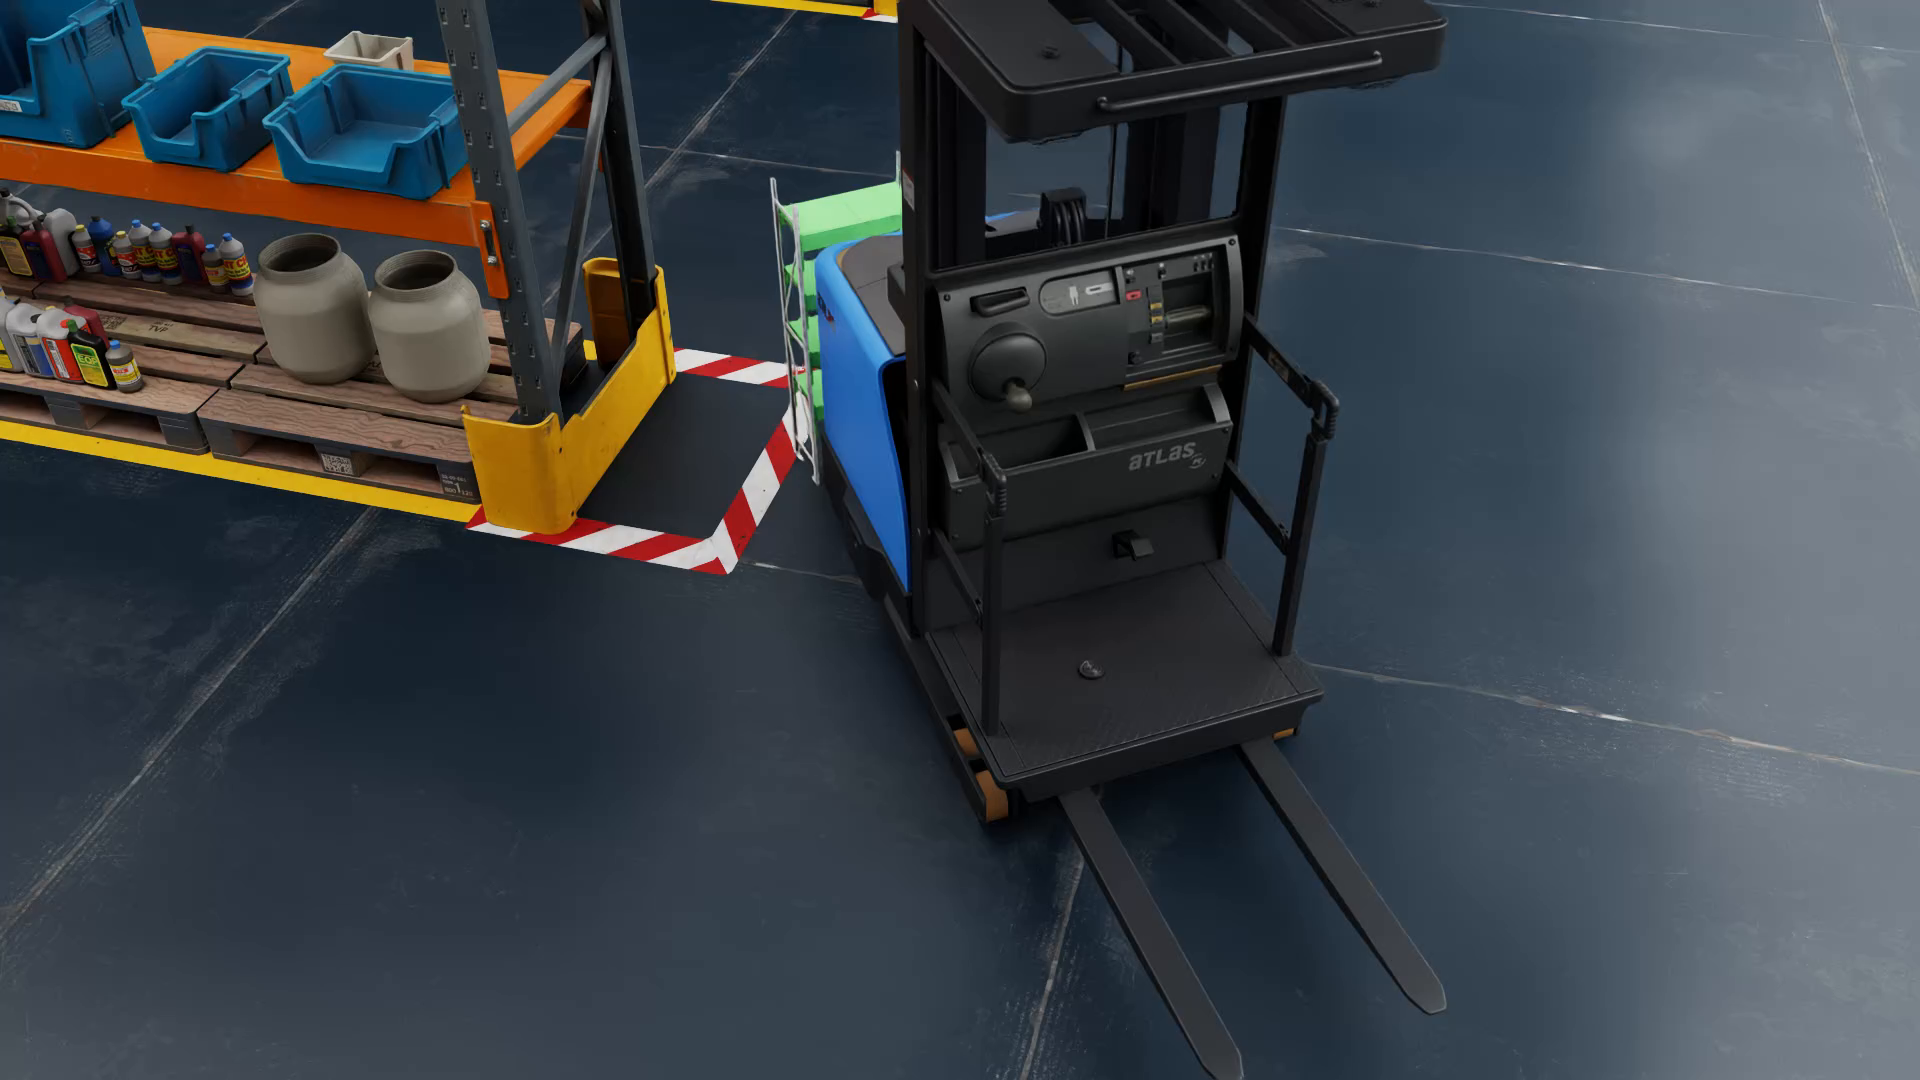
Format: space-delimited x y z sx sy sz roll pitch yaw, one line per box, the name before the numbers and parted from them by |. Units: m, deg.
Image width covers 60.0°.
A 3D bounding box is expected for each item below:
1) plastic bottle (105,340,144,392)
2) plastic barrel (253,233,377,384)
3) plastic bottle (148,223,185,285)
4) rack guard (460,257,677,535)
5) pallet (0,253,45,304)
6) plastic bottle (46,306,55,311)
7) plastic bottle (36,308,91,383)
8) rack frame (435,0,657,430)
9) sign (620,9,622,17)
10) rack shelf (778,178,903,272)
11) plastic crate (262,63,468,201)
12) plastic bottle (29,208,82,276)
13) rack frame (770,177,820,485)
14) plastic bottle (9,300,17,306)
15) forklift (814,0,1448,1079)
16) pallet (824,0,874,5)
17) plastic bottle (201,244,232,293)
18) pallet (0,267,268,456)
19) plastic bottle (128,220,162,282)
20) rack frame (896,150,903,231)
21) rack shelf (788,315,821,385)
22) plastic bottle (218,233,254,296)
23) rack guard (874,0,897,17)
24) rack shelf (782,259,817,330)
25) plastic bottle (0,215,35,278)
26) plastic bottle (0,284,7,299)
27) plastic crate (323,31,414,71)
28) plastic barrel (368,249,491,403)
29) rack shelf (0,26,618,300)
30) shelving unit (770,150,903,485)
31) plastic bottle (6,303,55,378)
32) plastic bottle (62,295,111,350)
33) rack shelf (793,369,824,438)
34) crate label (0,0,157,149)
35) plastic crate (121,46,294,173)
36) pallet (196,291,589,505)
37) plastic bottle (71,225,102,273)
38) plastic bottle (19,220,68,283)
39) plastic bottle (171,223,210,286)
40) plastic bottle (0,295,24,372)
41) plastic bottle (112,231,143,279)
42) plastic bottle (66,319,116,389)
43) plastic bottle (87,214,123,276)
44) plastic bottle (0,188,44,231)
plastic bottle | -3.313 -0.696 6.580 0.097 0.201 0.097 0 40 0
plastic barrel | -2.565 -0.919 6.620 0.421 0.512 0.421 0 40 0
plastic bottle | -3.428 -1.242 7.175 0.097 0.271 0.097 0 40 0
rack guard | -1.511 -0.592 6.566 0.348 0.500 1.175 10 41 11
pallet | -4.652 -1.025 7.307 1.213 0.211 1.003 10 41 11
plastic bottle | -3.669 -0.858 6.773 0.097 0.201 0.097 0 40 0
plastic bottle | -3.550 -0.783 6.626 0.135 0.276 0.152 10 41 12
rack frame | -1.426 -1.566 5.782 0.127 3.000 1.000 10 41 11
sign | -1.279 -2.013 6.099 0.005 0.325 0.100 10 41 11
rack shelf | -0.396 -1.145 6.028 0.480 0.148 0.258 -17 41 -19
plastic crate | -1.987 -1.406 5.708 0.616 0.251 0.499 10 41 11
plastic bottle | -3.940 -1.313 7.257 0.135 0.276 0.152 10 41 12
rack frame | -0.612 -0.753 6.207 0.015 1.200 0.240 -17 41 -19
plastic bottle | -3.856 -0.885 6.805 0.097 0.201 0.097 0 40 0
forklift | 0.461 -0.546 4.621 1.130 2.935 3.031 -13 42 -15
pallet | -0.994 -3.745 10.545 1.213 0.211 1.003 10 41 11
plastic bottle | -3.197 -1.175 7.150 0.097 0.201 0.097 0 40 0
pallet | -3.470 -0.824 7.067 1.213 0.211 1.003 10 41 11
plastic bottle | -3.524 -1.258 7.195 0.097 0.271 0.097 0 40 0
rack frame | -0.170 -0.887 6.367 0.015 1.200 0.240 -17 41 -19
rack shelf | -0.390 -0.770 6.327 0.480 0.148 0.258 -17 41 -19
plastic bottle | -3.097 -1.185 7.107 0.097 0.271 0.097 0 40 0
rack guard | -0.219 -3.698 10.265 0.348 0.500 1.175 10 41 11
rack shelf | -0.393 -0.958 6.177 0.480 0.148 0.258 -17 41 -19
plastic bottle | -4.097 -1.278 7.209 0.133 0.283 0.061 10 41 11
plastic bottle | -4.010 -0.958 6.835 0.135 0.276 0.152 10 41 11
plastic crate | -2.207 -1.814 6.282 0.250 0.136 0.298 10 41 11
plastic barrel | -2.081 -0.836 6.521 0.421 0.512 0.421 0 40 0
rack shelf | -3.358 -1.623 6.409 4.000 0.370 1.077 10 41 11
shelving unit | -0.391 -0.820 6.287 0.503 1.200 0.258 -17 41 -19
plastic bottle | -3.684 -0.806 6.653 0.135 0.276 0.152 9 41 10
plastic bottle | -3.523 -0.852 6.702 0.133 0.283 0.061 10 41 11
rack shelf | -0.387 -0.582 6.477 0.480 0.148 0.258 -17 41 -19
crate label | -3.274 -1.717 5.935 0.616 0.435 0.502 10 41 11
plastic crate | -2.612 -1.518 5.840 0.408 0.251 0.499 10 41 11
pallet | -2.295 -0.620 6.824 1.213 0.211 1.003 10 41 11
plastic bottle | -3.819 -1.282 7.278 0.097 0.201 0.097 0 40 0
plastic bottle | -3.967 -1.250 7.176 0.133 0.283 0.061 10 41 11
plastic bottle | -3.311 -1.238 7.162 0.133 0.283 0.061 10 41 12
plastic bottle | -3.845 -0.860 6.659 0.185 0.351 0.144 11 41 13
plastic bottle | -3.620 -1.248 7.237 0.097 0.201 0.097 0 40 0
plastic bottle | -3.431 -0.735 6.563 0.133 0.283 0.061 11 41 12
plastic bottle | -3.720 -1.292 7.235 0.097 0.271 0.097 0 40 0
plastic bottle | -4.096 -1.371 7.268 0.185 0.351 0.144 10 41 11
